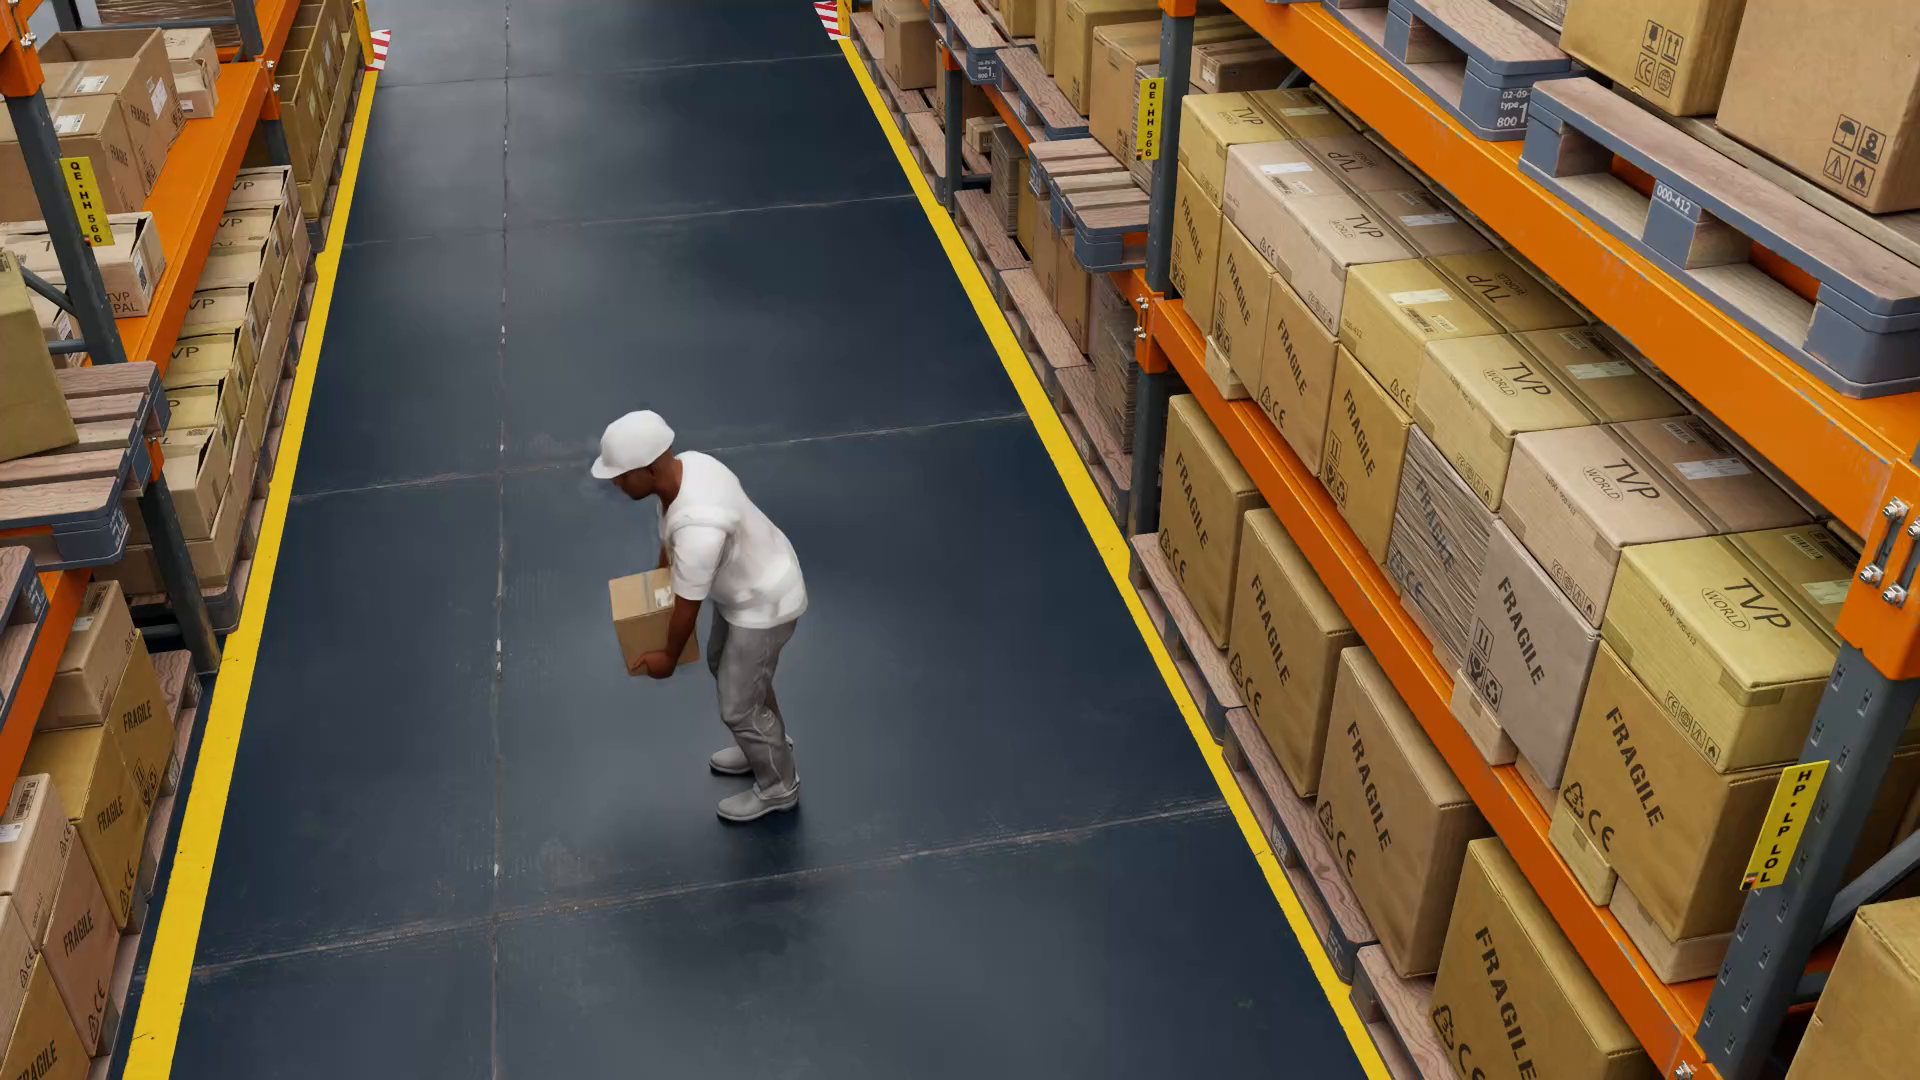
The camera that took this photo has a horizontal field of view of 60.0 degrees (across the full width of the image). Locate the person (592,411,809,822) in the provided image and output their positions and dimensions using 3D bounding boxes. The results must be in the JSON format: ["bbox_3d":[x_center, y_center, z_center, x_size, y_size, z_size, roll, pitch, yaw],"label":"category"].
[{"bbox_3d":[-0.869,0.263,5.819,0.670,1.669,0.492,-8,35,-11],"label":"person"}]
